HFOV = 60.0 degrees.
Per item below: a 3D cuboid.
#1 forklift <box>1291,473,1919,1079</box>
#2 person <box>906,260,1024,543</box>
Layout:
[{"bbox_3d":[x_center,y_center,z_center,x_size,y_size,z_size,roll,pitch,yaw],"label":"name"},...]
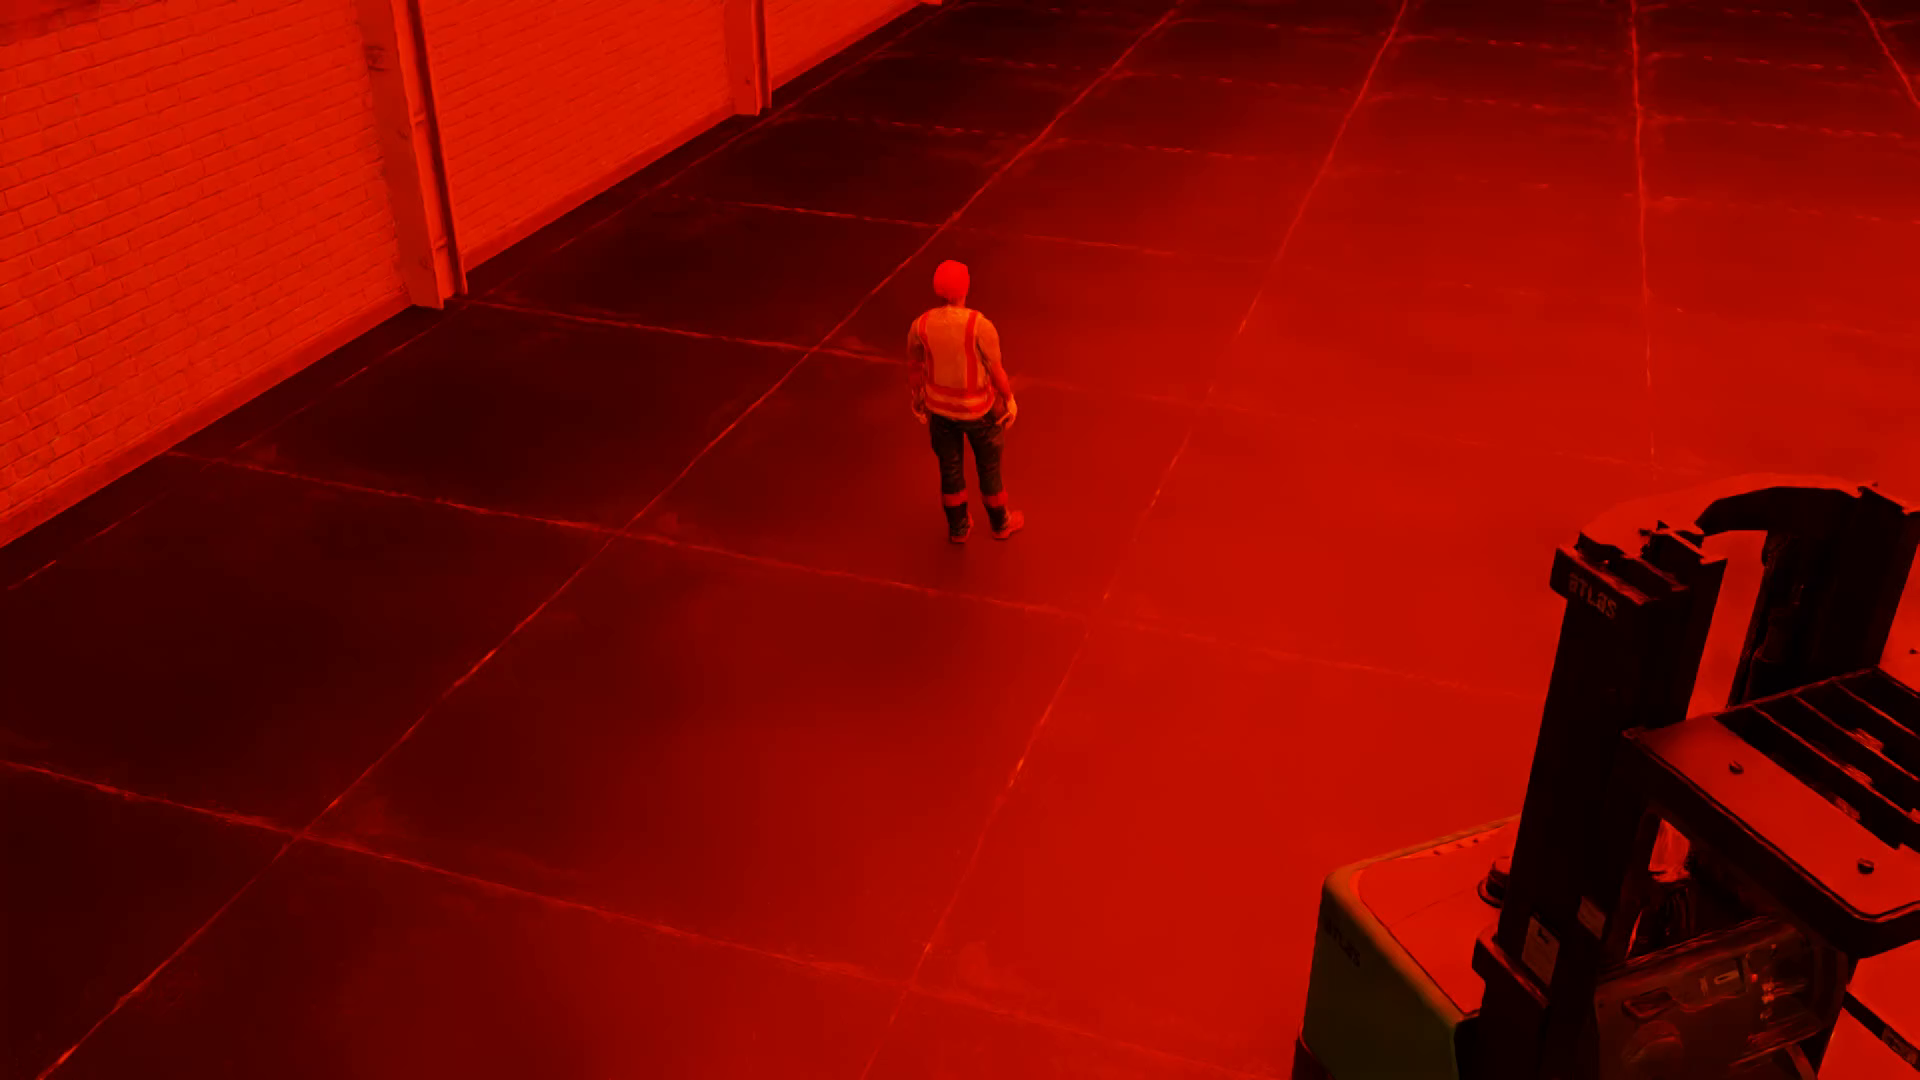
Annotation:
[{"bbox_3d":[2.293,1.414,4.656,1.130,2.935,3.031,-12,32,-19],"label":"forklift"},{"bbox_3d":[0.036,-0.819,9.712,0.637,1.787,0.563,10,31,16],"label":"person"}]
